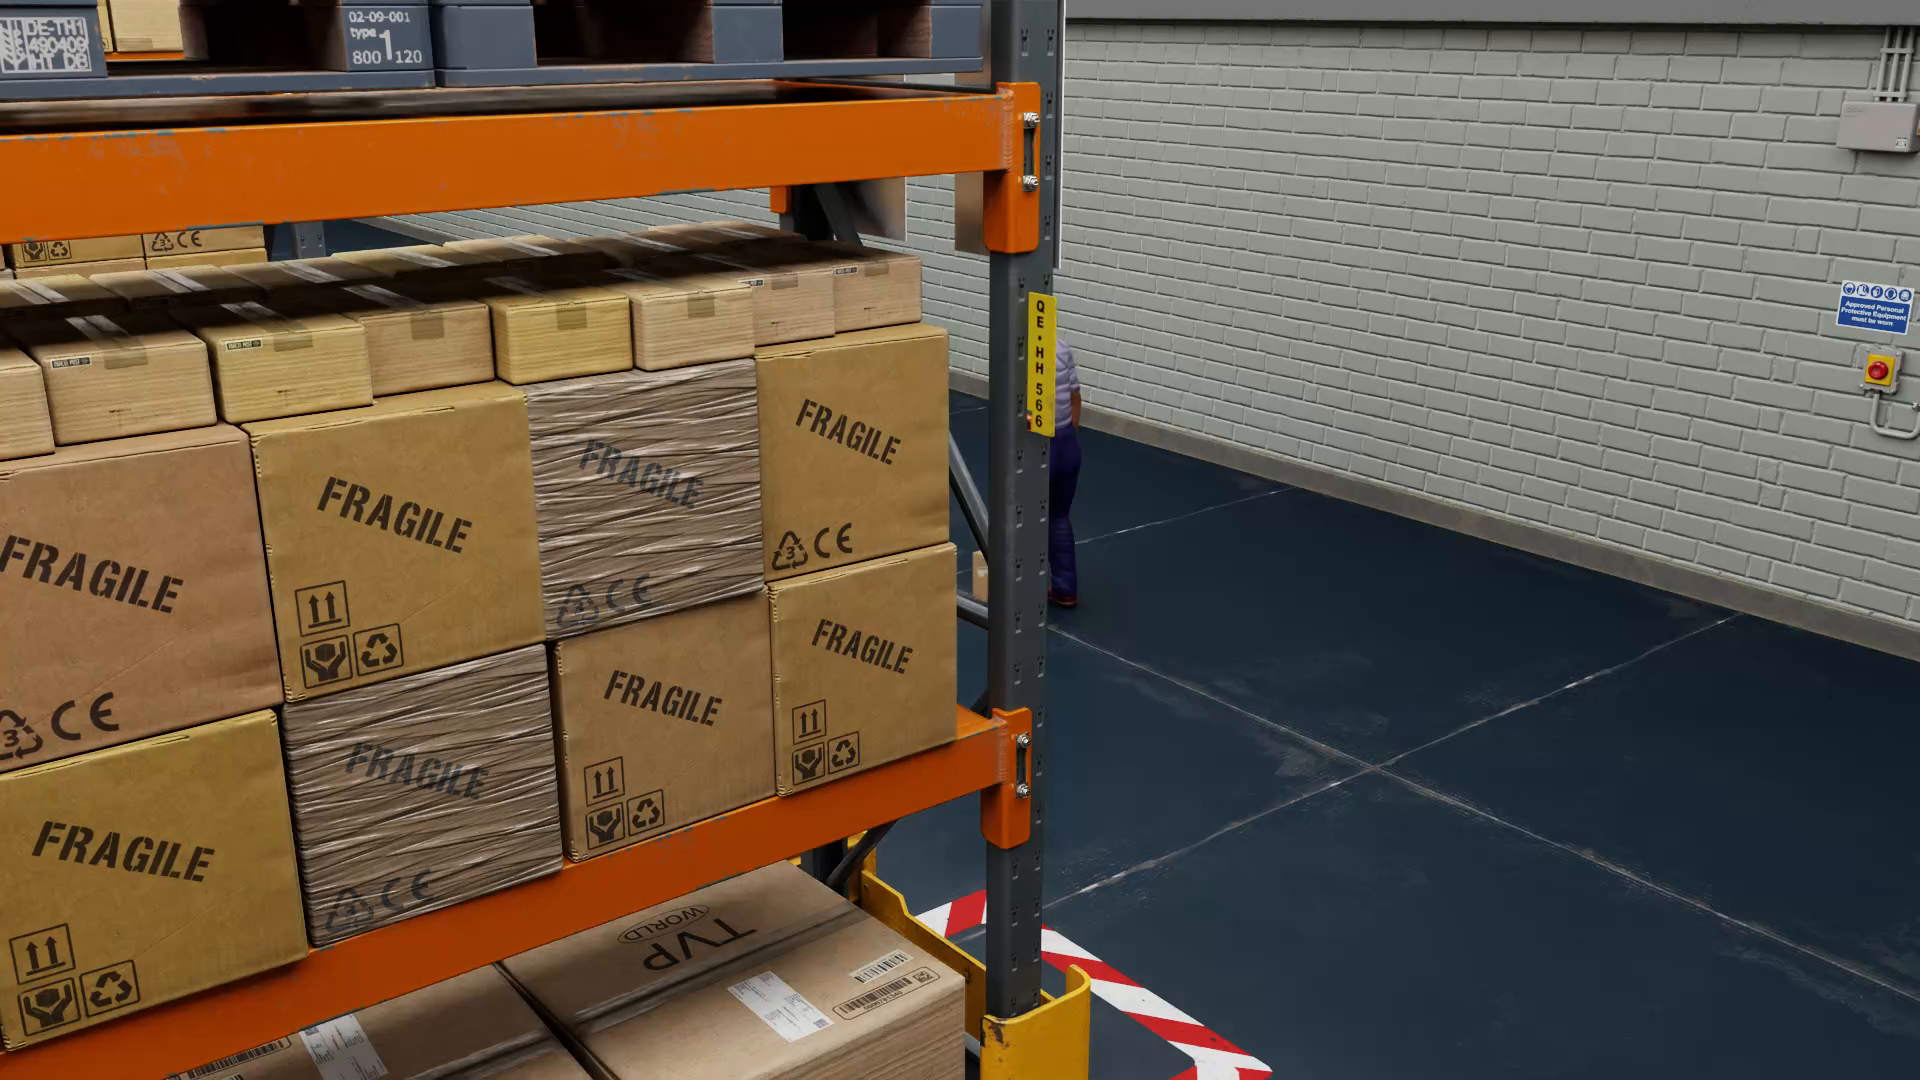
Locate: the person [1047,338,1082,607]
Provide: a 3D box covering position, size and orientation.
[{"bbox_3d":[0.395,-0.423,8.385,0.553,1.650,0.374,-15,23,-39],"label":"person"}]
